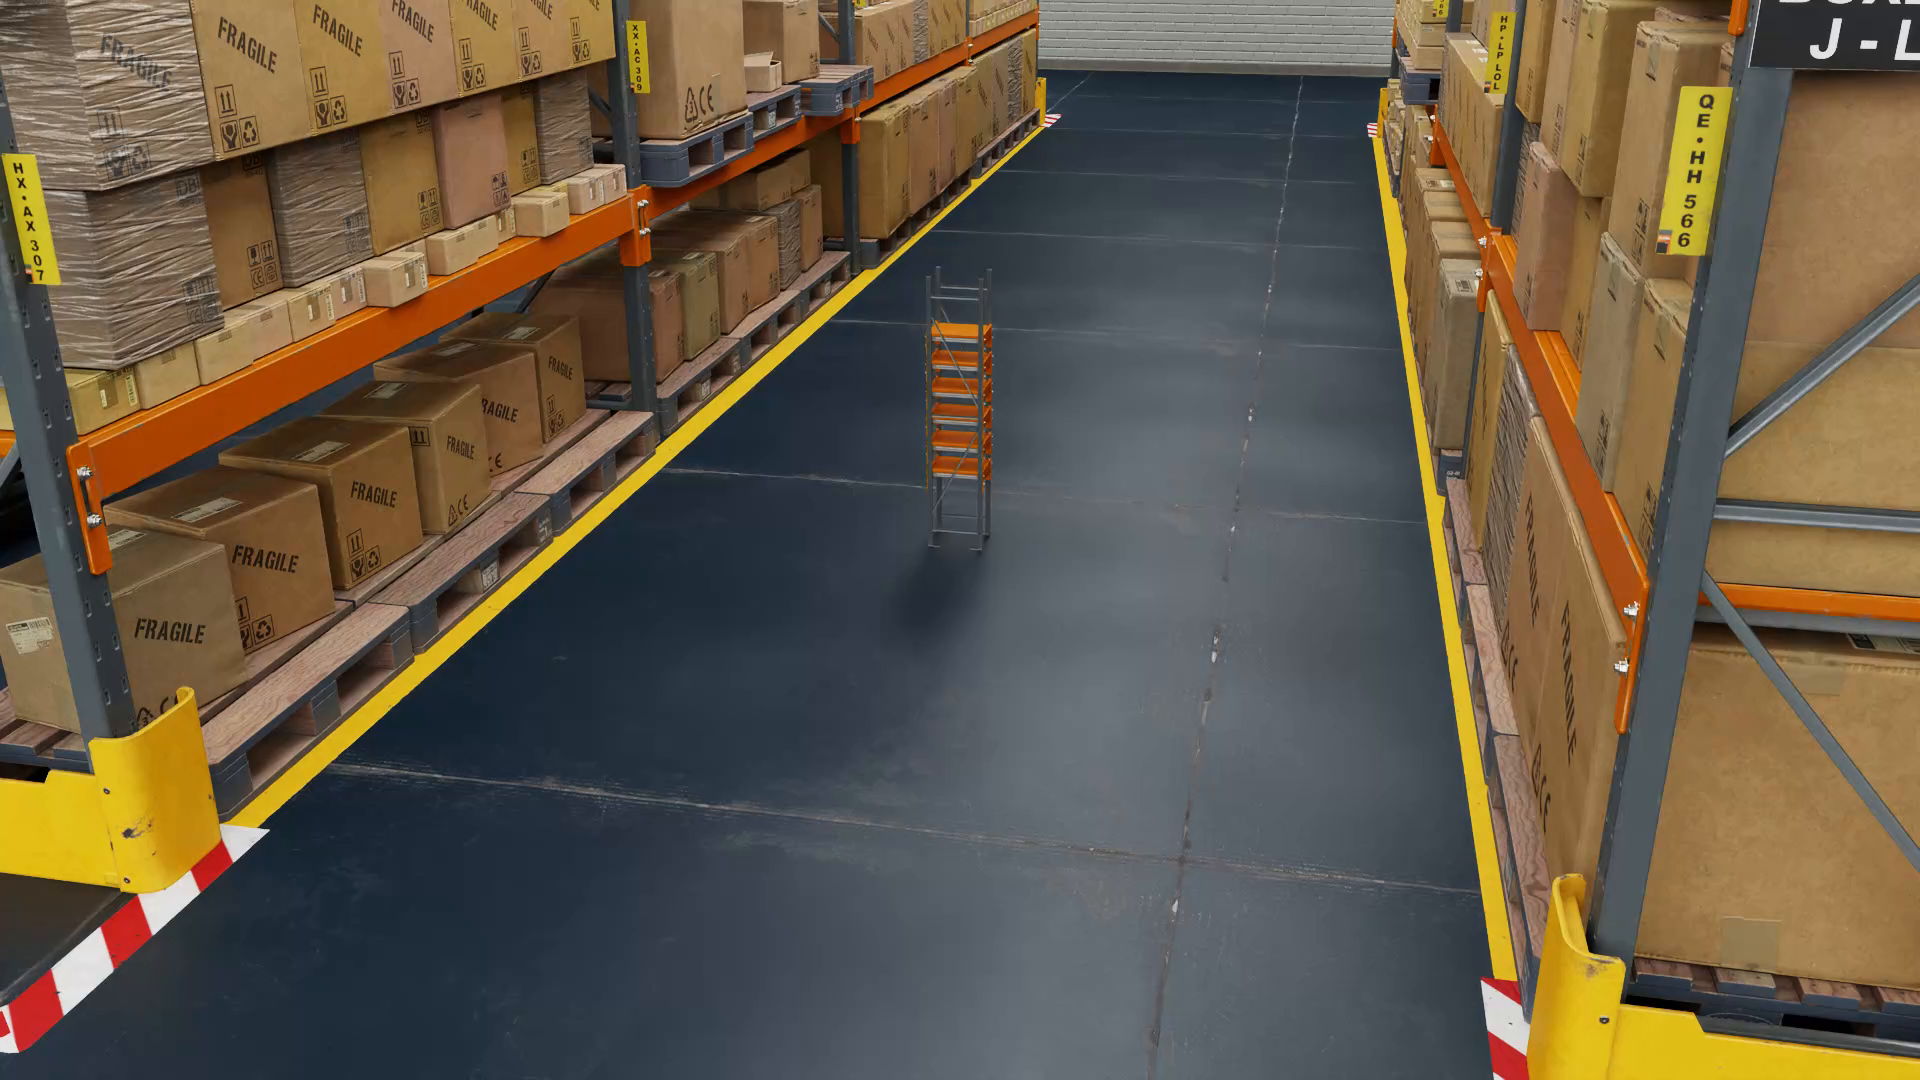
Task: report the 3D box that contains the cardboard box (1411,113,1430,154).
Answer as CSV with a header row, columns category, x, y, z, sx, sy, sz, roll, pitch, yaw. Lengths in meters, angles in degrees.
category,x,y,z,sx,sy,sz,roll,pitch,yaw
cardboard box,3.795,-3.168,12.986,0.500,0.250,0.500,5,23,13

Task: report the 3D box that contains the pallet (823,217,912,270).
category,x,y,z,sx,sy,sz,roll,pitch,yaw
pallet,-0.997,-2.358,12.926,1.003,0.211,1.213,4,22,11

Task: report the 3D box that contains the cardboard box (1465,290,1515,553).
category,x,y,z,sx,sy,sz,roll,pitch,yaw
cardboard box,2.590,-0.475,6.801,0.875,0.875,0.875,5,22,12

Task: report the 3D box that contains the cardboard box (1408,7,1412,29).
category,x,y,z,sx,sy,sz,roll,pitch,yaw
cardboard box,3.519,-3.857,12.292,0.380,0.149,0.250,5,22,12

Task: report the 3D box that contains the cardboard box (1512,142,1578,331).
category,x,y,z,sx,sy,sz,roll,pitch,yaw
cardboard box,2.408,-1.033,5.703,0.875,0.550,0.550,4,22,11

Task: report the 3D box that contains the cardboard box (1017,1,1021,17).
category,x,y,z,sx,sy,sz,roll,pitch,yaw
cardboard box,0.443,-5.649,17.701,0.380,0.149,0.250,4,22,10

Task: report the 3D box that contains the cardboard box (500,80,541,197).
category,x,y,z,sx,sy,sz,roll,pitch,yaw
cardboard box,-2.337,-1.750,7.152,0.875,0.500,0.500,4,22,11

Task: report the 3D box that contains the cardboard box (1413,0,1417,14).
category,x,y,z,sx,sy,sz,roll,pitch,yaw
cardboard box,3.412,-3.807,11.770,0.380,0.149,0.250,5,22,13

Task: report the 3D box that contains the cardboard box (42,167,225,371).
category,x,y,z,sx,sy,sz,roll,pitch,yaw
cardboard box,-2.725,-0.826,4.858,0.875,0.500,0.500,4,22,11

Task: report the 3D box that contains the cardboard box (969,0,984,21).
category,x,y,z,sx,sy,sz,roll,pitch,yaw
cardboard box,-0.063,-5.052,15.685,0.500,0.250,0.500,4,22,10

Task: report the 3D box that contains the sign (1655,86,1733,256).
category,x,y,z,sx,sy,sz,roll,pitch,yaw
sign,1.442,-0.721,3.262,0.100,0.325,0.005,4,22,11

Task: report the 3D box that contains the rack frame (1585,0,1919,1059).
category,x,y,z,sx,sy,sz,roll,pitch,yaw
rack frame,1.971,-0.028,3.408,1.000,3.000,0.127,4,22,11

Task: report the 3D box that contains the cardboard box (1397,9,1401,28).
category,x,y,z,sx,sy,sz,roll,pitch,yaw
cardboard box,3.889,-4.386,14.002,0.380,0.149,0.250,3,22,8

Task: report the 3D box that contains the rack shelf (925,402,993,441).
category,x,y,z,sx,sy,sz,roll,pitch,yaw
rack shelf,-0.003,-0.510,7.133,0.258,0.103,0.180,4,22,11

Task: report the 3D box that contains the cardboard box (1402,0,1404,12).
category,x,y,z,sx,sy,sz,roll,pitch,yaw
cardboard box,3.785,-4.334,13.477,0.380,0.149,0.250,5,22,12

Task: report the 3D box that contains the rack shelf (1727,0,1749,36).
category,x,y,z,sx,sy,sz,roll,pitch,yaw
rack shelf,2.379,-1.817,4.798,1.077,0.370,4.000,4,22,11

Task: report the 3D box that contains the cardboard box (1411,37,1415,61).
category,x,y,z,sx,sy,sz,roll,pitch,yaw
cardboard box,3.358,-3.432,11.635,0.380,0.149,0.250,5,22,12

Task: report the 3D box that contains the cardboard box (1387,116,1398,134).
category,x,y,z,sx,sy,sz,roll,pitch,yaw
cardboard box,4.639,-4.306,17.284,0.380,0.149,0.250,5,22,12

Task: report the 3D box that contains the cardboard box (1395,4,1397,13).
category,x,y,z,sx,sy,sz,roll,pitch,yaw
cardboard box,4.849,-5.669,17.752,0.380,0.149,0.250,4,22,10

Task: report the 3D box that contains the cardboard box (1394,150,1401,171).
category,x,y,z,sx,sy,sz,roll,pitch,yaw
cardboard box,4.166,-3.458,15.179,0.380,0.149,0.250,5,22,12

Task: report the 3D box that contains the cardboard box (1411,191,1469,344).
category,x,y,z,sx,sy,sz,roll,pitch,yaw
cardboard box,3.216,-1.569,9.684,1.050,0.750,0.750,5,22,12

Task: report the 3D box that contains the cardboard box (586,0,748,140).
category,x,y,z,sx,sy,sz,roll,pitch,yaw
cardboard box,-1.749,-2.659,8.575,1.000,1.000,1.000,5,22,11

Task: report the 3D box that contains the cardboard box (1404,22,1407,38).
category,x,y,z,sx,sy,sz,roll,pitch,yaw
cardboard box,3.627,-3.908,12.816,0.380,0.149,0.250,4,22,10

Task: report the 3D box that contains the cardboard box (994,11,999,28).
category,x,y,z,sx,sy,sz,roll,pitch,yaw
cardboard box,0.181,-5.180,16.537,0.380,0.149,0.250,4,22,10

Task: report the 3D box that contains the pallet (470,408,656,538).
category,x,y,z,sx,sy,sz,roll,pitch,yaw
pallet,-2.150,-0.364,7.975,1.003,0.211,1.213,4,22,11

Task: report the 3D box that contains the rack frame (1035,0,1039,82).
category,x,y,z,sx,sy,sz,roll,pitch,yaw
rack frame,0.401,-6.295,18.968,1.000,3.000,0.127,4,22,11

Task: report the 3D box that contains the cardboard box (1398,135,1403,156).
category,x,y,z,sx,sy,sz,roll,pitch,yaw
cardboard box,4.172,-3.566,15.049,0.380,0.149,0.250,5,22,12

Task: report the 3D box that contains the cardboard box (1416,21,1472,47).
category,x,y,z,sx,sy,sz,roll,pitch,yaw
cardboard box,3.258,-3.385,11.120,0.380,0.149,0.250,5,22,12

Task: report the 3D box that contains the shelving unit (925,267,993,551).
category,x,y,z,sx,sy,sz,roll,pitch,yaw
shelving unit,-0.003,-0.551,7.116,0.258,1.200,0.189,4,22,11

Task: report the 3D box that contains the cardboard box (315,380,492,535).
category,x,y,z,sx,sy,sz,roll,pitch,yaw
cardboard box,-2.328,-0.355,7.003,0.500,0.500,0.500,2,22,6

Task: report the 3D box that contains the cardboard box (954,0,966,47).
category,x,y,z,sx,sy,sz,roll,pitch,yaw
cardboard box,-0.244,-4.686,14.840,0.500,0.500,0.500,5,22,11

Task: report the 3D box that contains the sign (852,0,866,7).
category,x,y,z,sx,sy,sz,roll,pitch,yaw
sign,-0.699,-3.831,11.407,0.100,0.325,0.005,4,22,11

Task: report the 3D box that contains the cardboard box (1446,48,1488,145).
category,x,y,z,sx,sy,sz,roll,pitch,yaw
cardboard box,3.043,-2.486,9.377,0.500,0.500,0.500,4,22,11

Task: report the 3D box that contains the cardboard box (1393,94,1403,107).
category,x,y,z,sx,sy,sz,roll,pitch,yaw
cardboard box,4.547,-4.379,16.670,0.380,0.149,0.250,5,22,12

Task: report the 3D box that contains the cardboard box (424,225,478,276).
category,x,y,z,sx,sy,sz,roll,pitch,yaw
cardboard box,-2.125,-1.141,6.507,0.380,0.149,0.250,4,22,11

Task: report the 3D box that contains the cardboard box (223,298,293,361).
category,x,y,z,sx,sy,sz,roll,pitch,yaw
cardboard box,-2.407,-0.686,5.377,0.380,0.149,0.250,4,22,11

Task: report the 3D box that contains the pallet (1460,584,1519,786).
category,x,y,z,sx,sy,sz,roll,pitch,yaw
pallet,2.308,0.522,5.774,1.003,0.211,1.213,4,22,11

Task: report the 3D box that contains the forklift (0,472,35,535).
category,x,y,z,sx,sy,sz,roll,pitch,yaw
forklift,-4.639,-1.449,7.029,1.130,2.935,3.031,5,23,13

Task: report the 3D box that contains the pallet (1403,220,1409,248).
category,x,y,z,sx,sy,sz,roll,pitch,yaw
pallet,4.015,-2.391,13.007,1.003,0.211,1.213,4,22,11

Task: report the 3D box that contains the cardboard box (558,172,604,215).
category,x,y,z,sx,sy,sz,roll,pitch,yaw
cardboard box,-1.864,-1.598,7.641,0.380,0.149,0.250,4,22,11

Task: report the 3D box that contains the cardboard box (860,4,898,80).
category,x,y,z,sx,sy,sz,roll,pitch,yaw
cardboard box,-0.763,-3.761,12.543,0.500,0.500,0.500,4,22,9

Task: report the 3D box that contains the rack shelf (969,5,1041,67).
category,x,y,z,sx,sy,sz,roll,pitch,yaw
rack shelf,-0.008,-5.229,17.286,1.077,0.370,4.000,4,22,11

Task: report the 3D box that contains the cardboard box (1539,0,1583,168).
category,x,y,z,sx,sy,sz,roll,pitch,yaw
cardboard box,2.435,-1.532,5.496,0.875,0.550,0.550,4,22,11

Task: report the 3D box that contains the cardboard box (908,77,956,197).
category,x,y,z,sx,sy,sz,roll,pitch,yaw
cardboard box,-0.708,-3.478,14.257,1.225,0.875,0.875,4,22,9

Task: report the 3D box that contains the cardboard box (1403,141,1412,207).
category,x,y,z,sx,sy,sz,roll,pitch,yaw
cardboard box,3.903,-3.008,13.592,0.500,0.500,0.500,5,23,13

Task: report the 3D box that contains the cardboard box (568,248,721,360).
category,x,y,z,sx,sy,sz,roll,pitch,yaw
cardboard box,-1.786,-1.346,9.438,0.700,0.500,0.500,4,22,11

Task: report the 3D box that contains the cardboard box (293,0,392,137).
category,x,y,z,sx,sy,sz,roll,pitch,yaw
cardboard box,-2.276,-1.637,5.532,0.500,0.500,0.500,4,22,11

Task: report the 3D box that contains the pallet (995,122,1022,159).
category,x,y,z,sx,sy,sz,roll,pitch,yaw
pallet,0.063,-4.258,17.643,1.003,0.211,1.213,4,22,11

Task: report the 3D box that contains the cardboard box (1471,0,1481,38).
category,x,y,z,sx,sy,sz,roll,pitch,yaw
cardboard box,3.502,-3.300,10.061,0.700,0.500,0.500,4,22,11

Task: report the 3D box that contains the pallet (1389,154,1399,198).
category,x,y,z,sx,sy,sz,roll,pitch,yaw
pallet,4.522,-3.371,15.442,1.003,0.211,1.213,4,22,11
